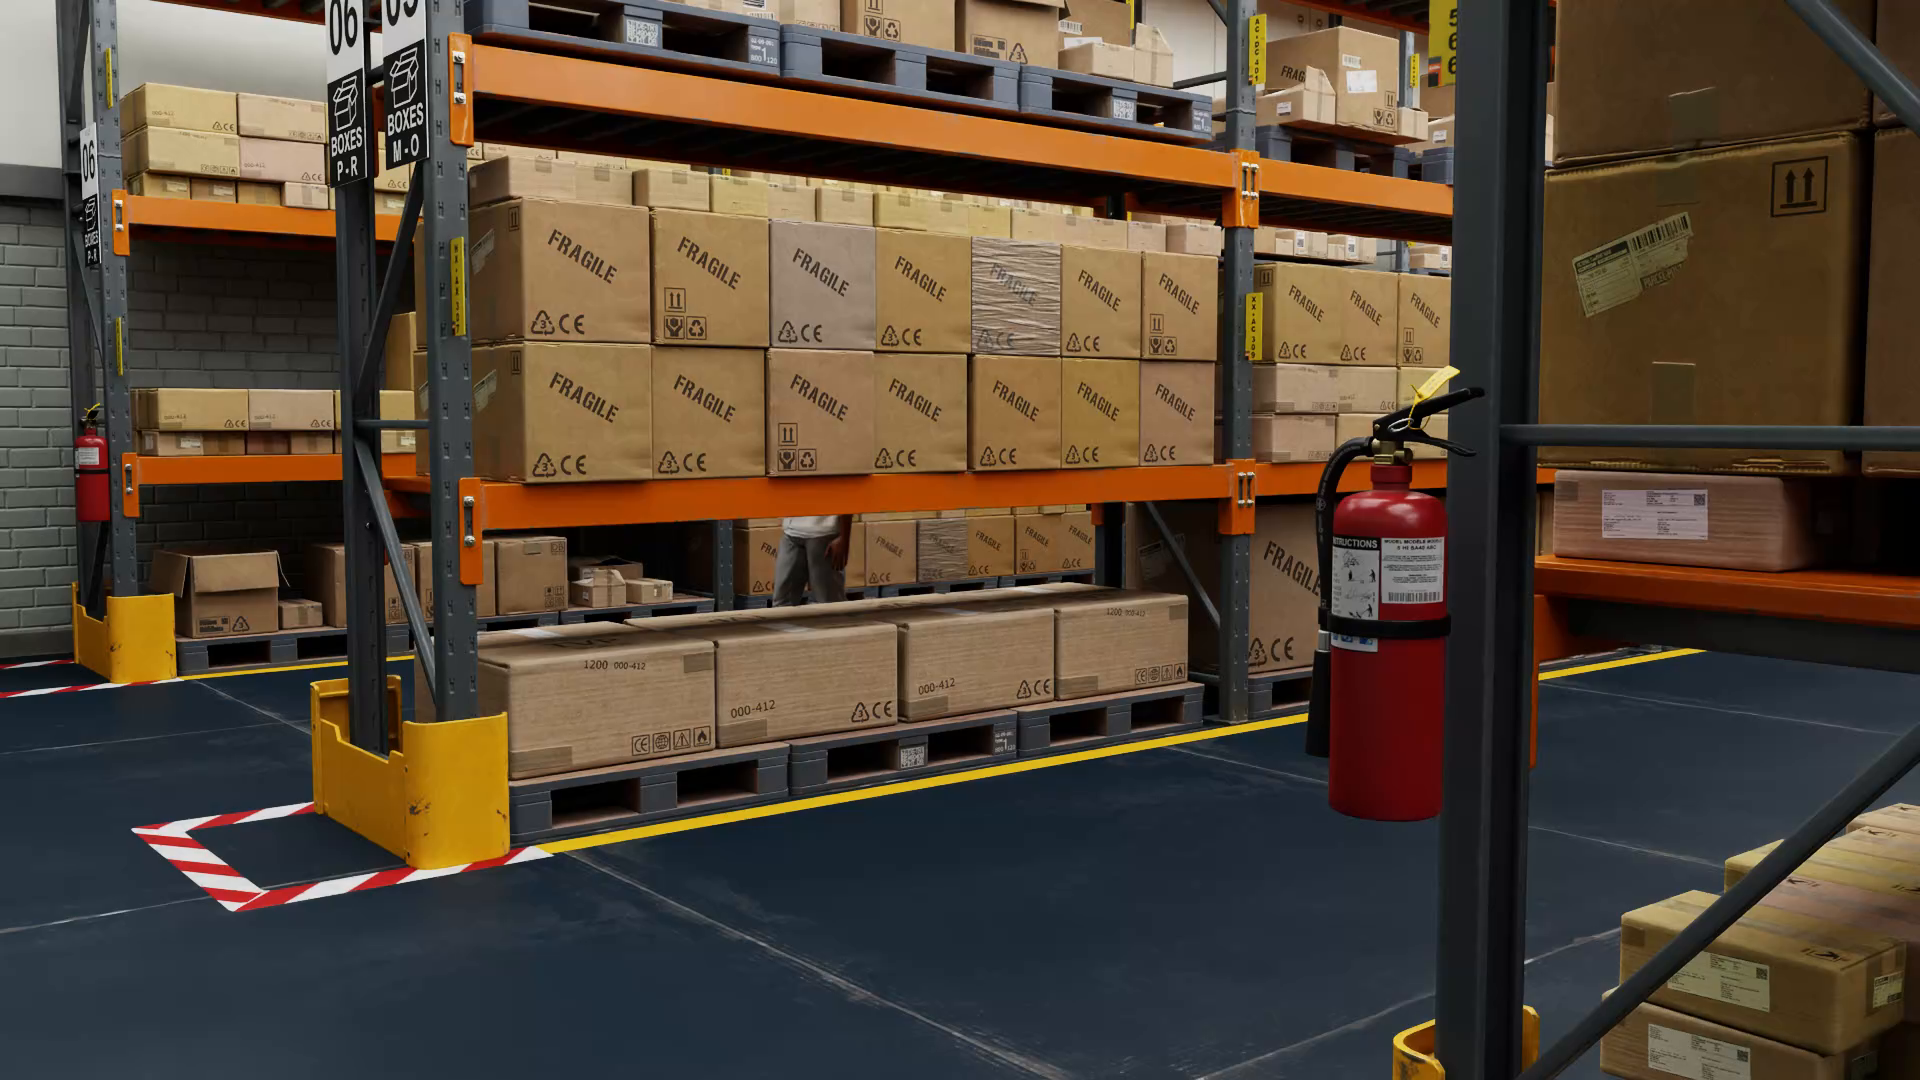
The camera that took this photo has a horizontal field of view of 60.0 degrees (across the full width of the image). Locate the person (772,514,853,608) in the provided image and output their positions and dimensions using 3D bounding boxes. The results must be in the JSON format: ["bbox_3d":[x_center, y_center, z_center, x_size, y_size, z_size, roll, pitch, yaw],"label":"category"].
[{"bbox_3d":[-0.892,-0.026,9.122,0.745,1.760,0.592,-3,5,-35],"label":"person"}]
